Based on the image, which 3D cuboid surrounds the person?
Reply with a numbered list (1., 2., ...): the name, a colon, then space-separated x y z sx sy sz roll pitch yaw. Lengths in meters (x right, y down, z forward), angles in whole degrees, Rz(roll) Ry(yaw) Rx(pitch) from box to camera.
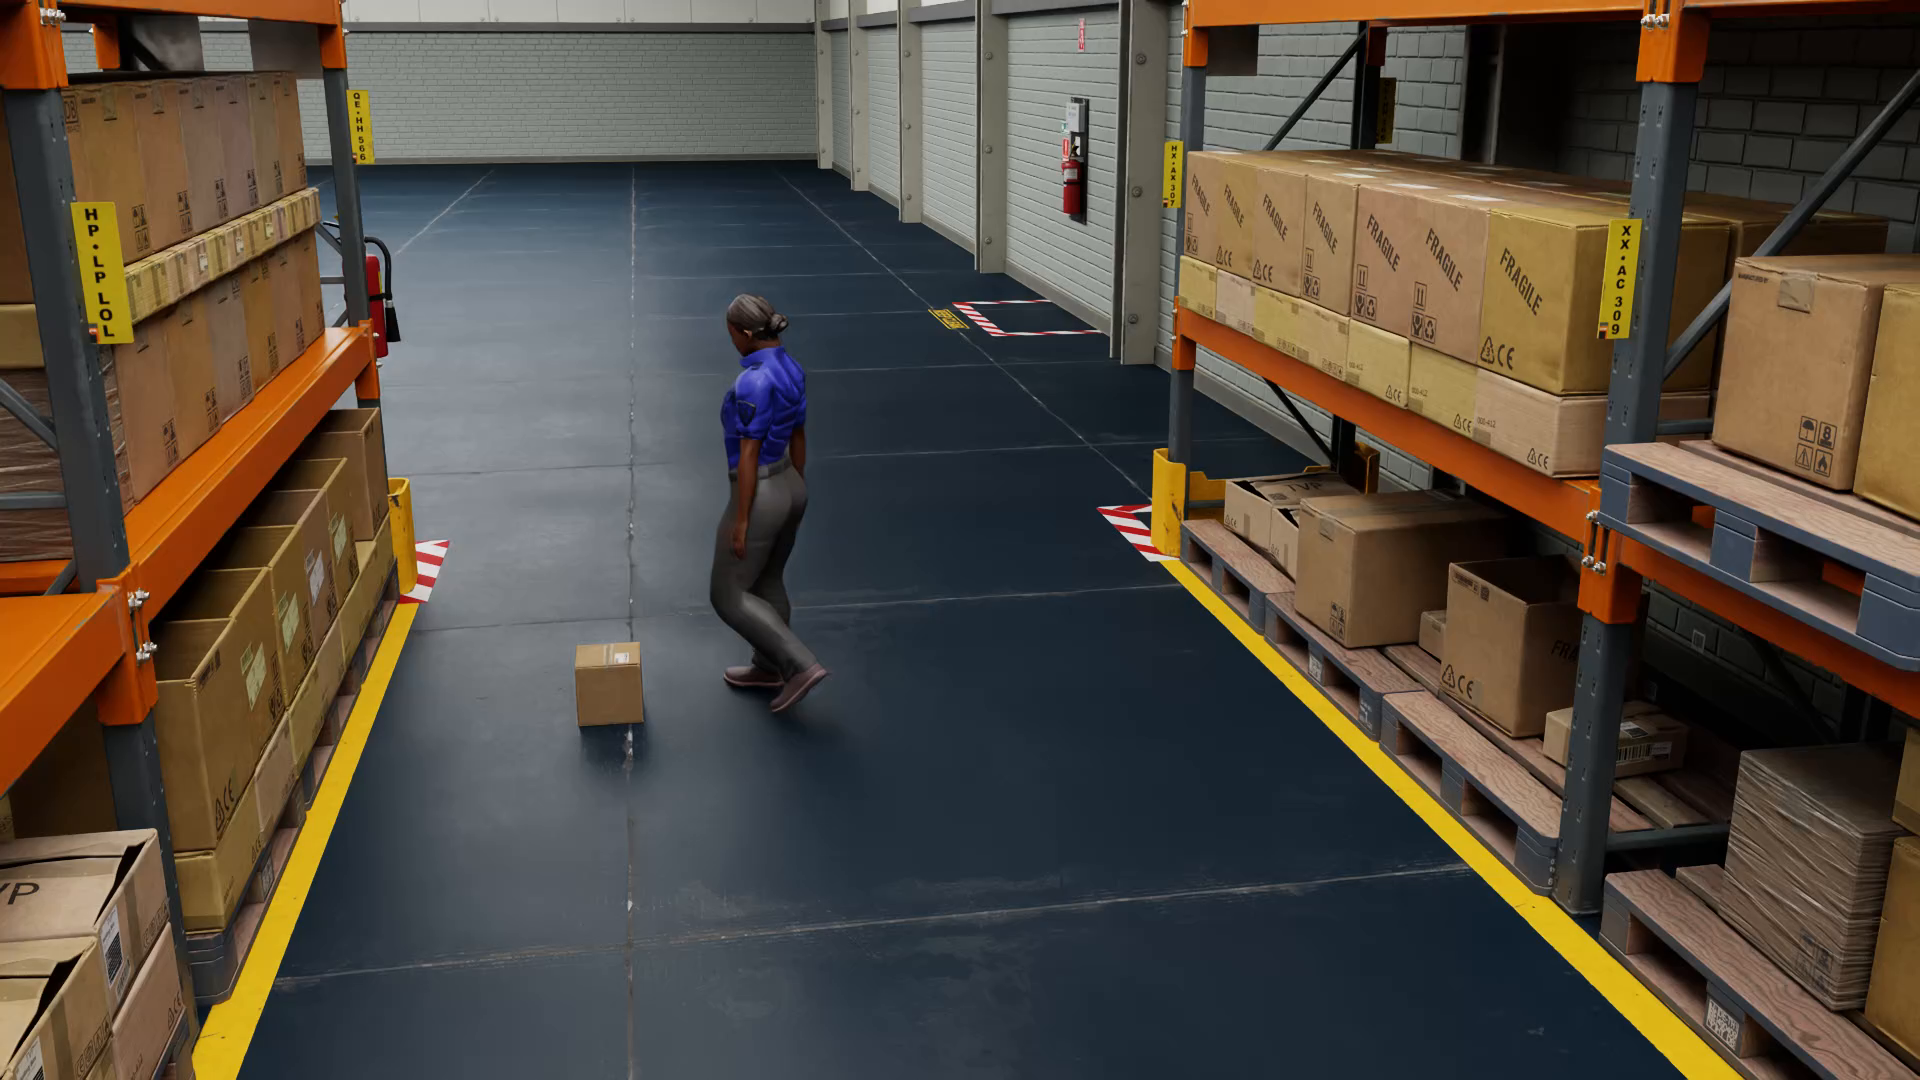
1. person: -0.754 -0.134 6.466 0.587 1.650 0.529 5 17 16
